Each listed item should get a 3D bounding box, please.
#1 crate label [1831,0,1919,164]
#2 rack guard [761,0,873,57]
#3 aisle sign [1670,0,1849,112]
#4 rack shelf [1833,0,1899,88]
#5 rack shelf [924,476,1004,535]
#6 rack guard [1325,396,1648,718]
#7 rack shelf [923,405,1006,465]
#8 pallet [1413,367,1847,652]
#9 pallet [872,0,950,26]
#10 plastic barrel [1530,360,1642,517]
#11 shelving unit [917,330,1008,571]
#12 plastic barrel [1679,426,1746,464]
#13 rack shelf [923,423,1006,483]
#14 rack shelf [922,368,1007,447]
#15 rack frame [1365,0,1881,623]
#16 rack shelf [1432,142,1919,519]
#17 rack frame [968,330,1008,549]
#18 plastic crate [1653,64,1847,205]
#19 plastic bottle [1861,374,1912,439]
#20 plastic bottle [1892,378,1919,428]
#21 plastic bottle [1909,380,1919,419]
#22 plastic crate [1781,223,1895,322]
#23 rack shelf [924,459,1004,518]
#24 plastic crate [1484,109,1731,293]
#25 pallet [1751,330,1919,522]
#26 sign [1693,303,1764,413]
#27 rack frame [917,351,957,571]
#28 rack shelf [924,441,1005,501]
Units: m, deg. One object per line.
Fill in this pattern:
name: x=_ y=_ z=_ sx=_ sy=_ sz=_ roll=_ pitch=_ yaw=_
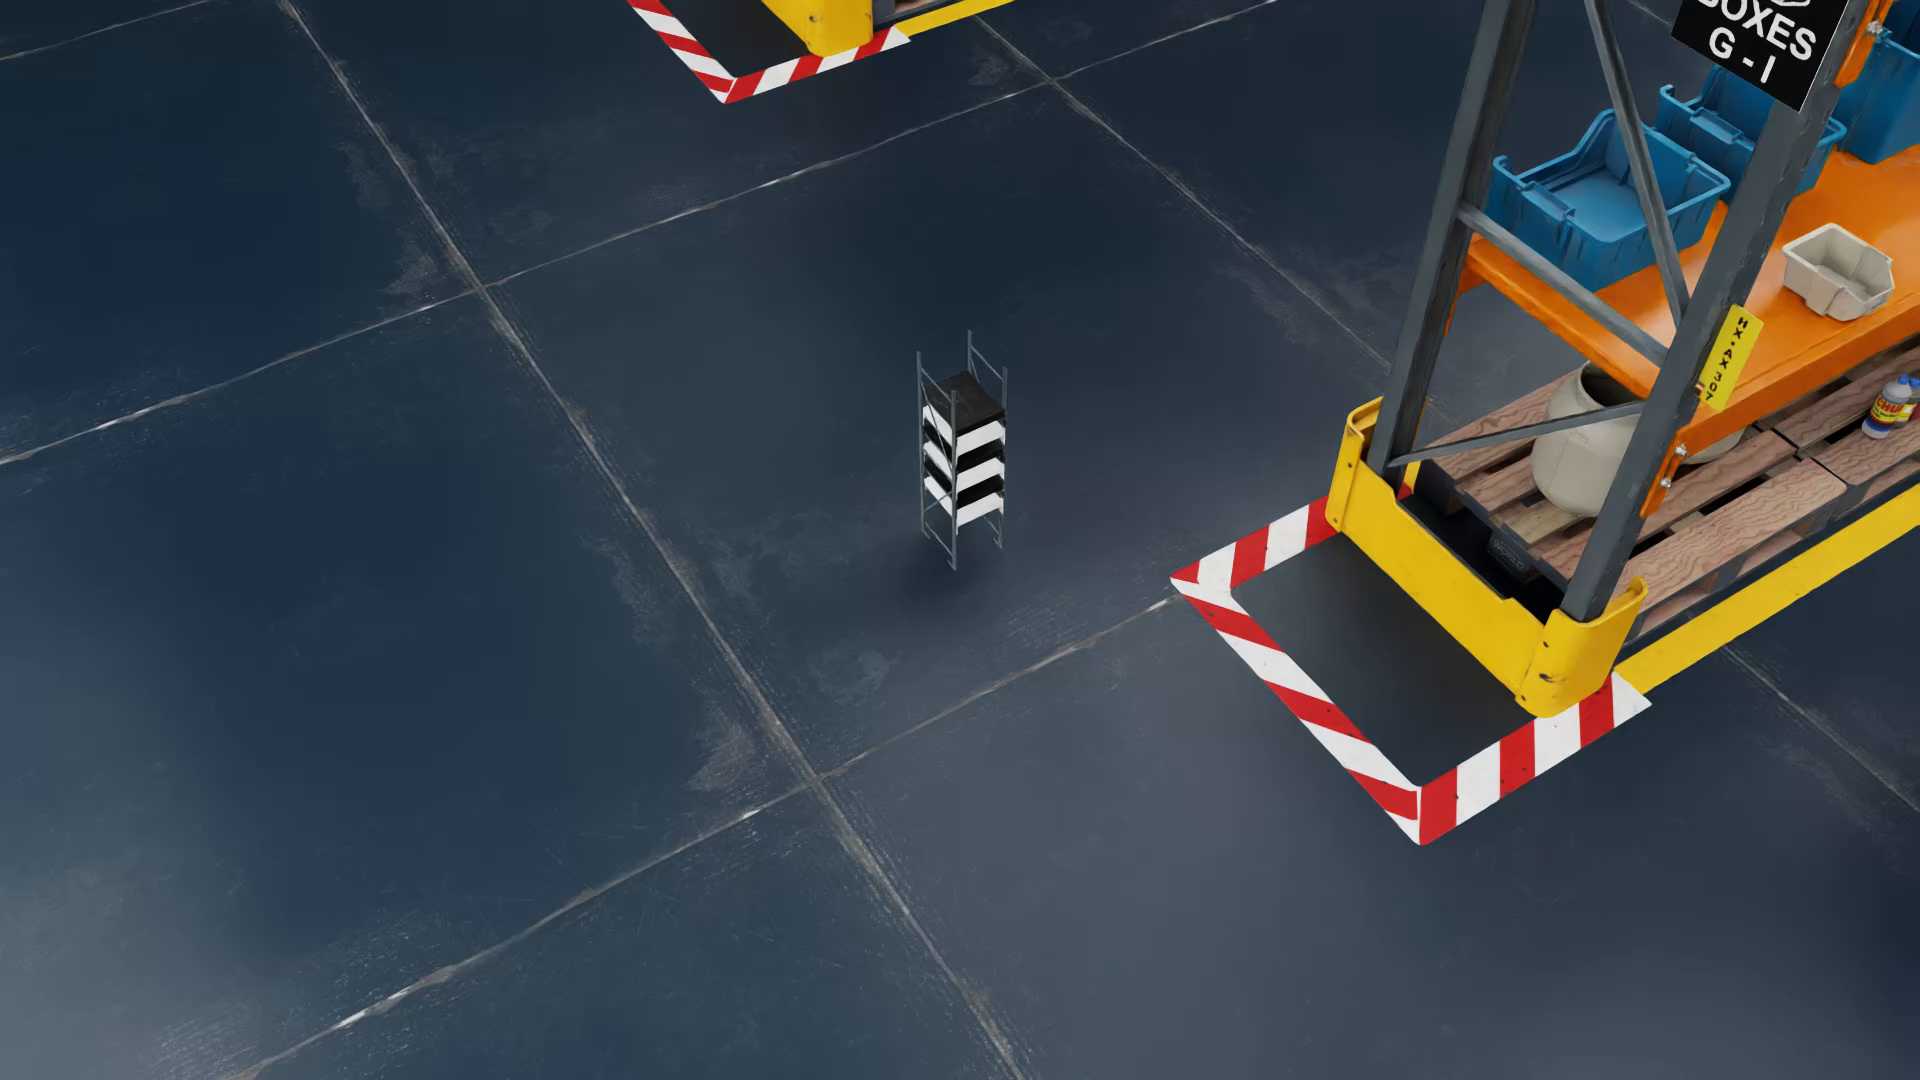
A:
crate label: x=3.195 y=-1.661 z=5.697 sx=0.616 sy=0.435 sz=0.502 roll=-25 pitch=53 yaw=-21
rack guard: x=-0.878 y=-3.034 z=8.618 sx=0.348 sy=0.500 sz=1.175 roll=-25 pitch=53 yaw=-21
aisle sign: x=1.878 y=-1.396 z=3.744 sx=0.004 sy=0.787 sz=0.394 roll=-25 pitch=53 yaw=-21
rack shelf: x=3.474 y=-2.301 z=4.763 sx=4.000 sy=0.370 sz=1.077 roll=-25 pitch=53 yaw=-21
rack shelf: x=0.007 y=-0.161 z=6.076 sx=0.200 sy=0.077 sz=0.258 roll=-25 pitch=53 yaw=-21
rack guard: x=1.822 y=0.026 z=5.892 sx=0.348 sy=0.500 sz=1.175 roll=-25 pitch=53 yaw=-21
rack shelf: x=0.007 y=-0.400 z=5.807 sx=0.200 sy=0.077 sz=0.258 roll=-25 pitch=53 yaw=-21
pallet: x=2.512 y=-0.198 z=6.285 sx=1.213 sy=0.211 sz=1.003 roll=-25 pitch=53 yaw=-21
pallet: x=-0.233 y=-3.279 z=9.029 sx=1.213 sy=0.211 sz=1.003 roll=-25 pitch=53 yaw=-21
plastic barrel: x=2.298 y=-0.368 z=5.954 sx=0.421 sy=0.512 sz=0.421 roll=0 pitch=48 yaw=0
shelving unit: x=0.007 y=-0.303 z=5.917 sx=0.210 sy=0.900 sz=0.258 roll=-25 pitch=53 yaw=-21
plastic barrel: x=2.722 y=-0.568 z=6.132 sx=0.421 sy=0.512 sz=0.421 roll=0 pitch=48 yaw=0
rack shelf: x=0.007 y=-0.340 z=5.874 sx=0.200 sy=0.077 sz=0.258 roll=-25 pitch=53 yaw=-21
rack shelf: x=0.007 y=-0.460 z=5.740 sx=0.200 sy=0.077 sz=0.258 roll=-25 pitch=53 yaw=-21
rack frame: x=1.783 y=-0.745 z=4.905 sx=0.127 sy=3.000 sz=1.000 roll=-25 pitch=53 yaw=-21
rack shelf: x=3.474 y=-1.303 z=5.884 sx=4.000 sy=0.370 sz=1.077 roll=-25 pitch=53 yaw=-21
rack frame: x=0.093 y=-0.343 z=5.953 sx=0.006 sy=0.900 sz=0.240 roll=-25 pitch=53 yaw=-21
plastic crate: x=2.598 y=-1.340 z=5.534 sx=0.408 sy=0.251 sz=0.499 roll=-25 pitch=53 yaw=-21
plastic bottle: x=3.482 y=-0.510 z=6.228 sx=0.097 sy=0.271 sz=0.097 roll=0 pitch=48 yaw=0
plastic bottle: x=3.570 y=-0.528 z=6.291 sx=0.097 sy=0.201 sz=0.097 roll=0 pitch=48 yaw=0
plastic bottle: x=3.683 y=-0.593 z=6.293 sx=0.133 sy=0.283 sz=0.061 roll=-24 pitch=53 yaw=-20
plastic crate: x=2.711 y=-0.811 z=5.140 sx=0.250 sy=0.136 sz=0.298 roll=-25 pitch=53 yaw=-21
rack shelf: x=0.007 y=-0.220 z=6.009 sx=0.200 sy=0.077 sz=0.258 roll=-25 pitch=53 yaw=-21
plastic crate: x=2.046 y=-1.084 z=5.307 sx=0.616 sy=0.251 sz=0.499 roll=-25 pitch=53 yaw=-21
pallet: x=3.542 y=-0.681 z=6.715 sx=1.213 sy=0.211 sz=1.003 roll=-25 pitch=53 yaw=-21
sign: x=2.072 y=-0.488 z=4.491 sx=0.005 sy=0.325 sz=0.100 roll=-25 pitch=53 yaw=-21
rack frame: x=-0.079 y=-0.262 z=5.881 sx=0.006 sy=0.900 sz=0.240 roll=-25 pitch=53 yaw=-21
rack shelf: x=0.007 y=-0.280 z=5.942 sx=0.200 sy=0.077 sz=0.258 roll=-25 pitch=53 yaw=-21
